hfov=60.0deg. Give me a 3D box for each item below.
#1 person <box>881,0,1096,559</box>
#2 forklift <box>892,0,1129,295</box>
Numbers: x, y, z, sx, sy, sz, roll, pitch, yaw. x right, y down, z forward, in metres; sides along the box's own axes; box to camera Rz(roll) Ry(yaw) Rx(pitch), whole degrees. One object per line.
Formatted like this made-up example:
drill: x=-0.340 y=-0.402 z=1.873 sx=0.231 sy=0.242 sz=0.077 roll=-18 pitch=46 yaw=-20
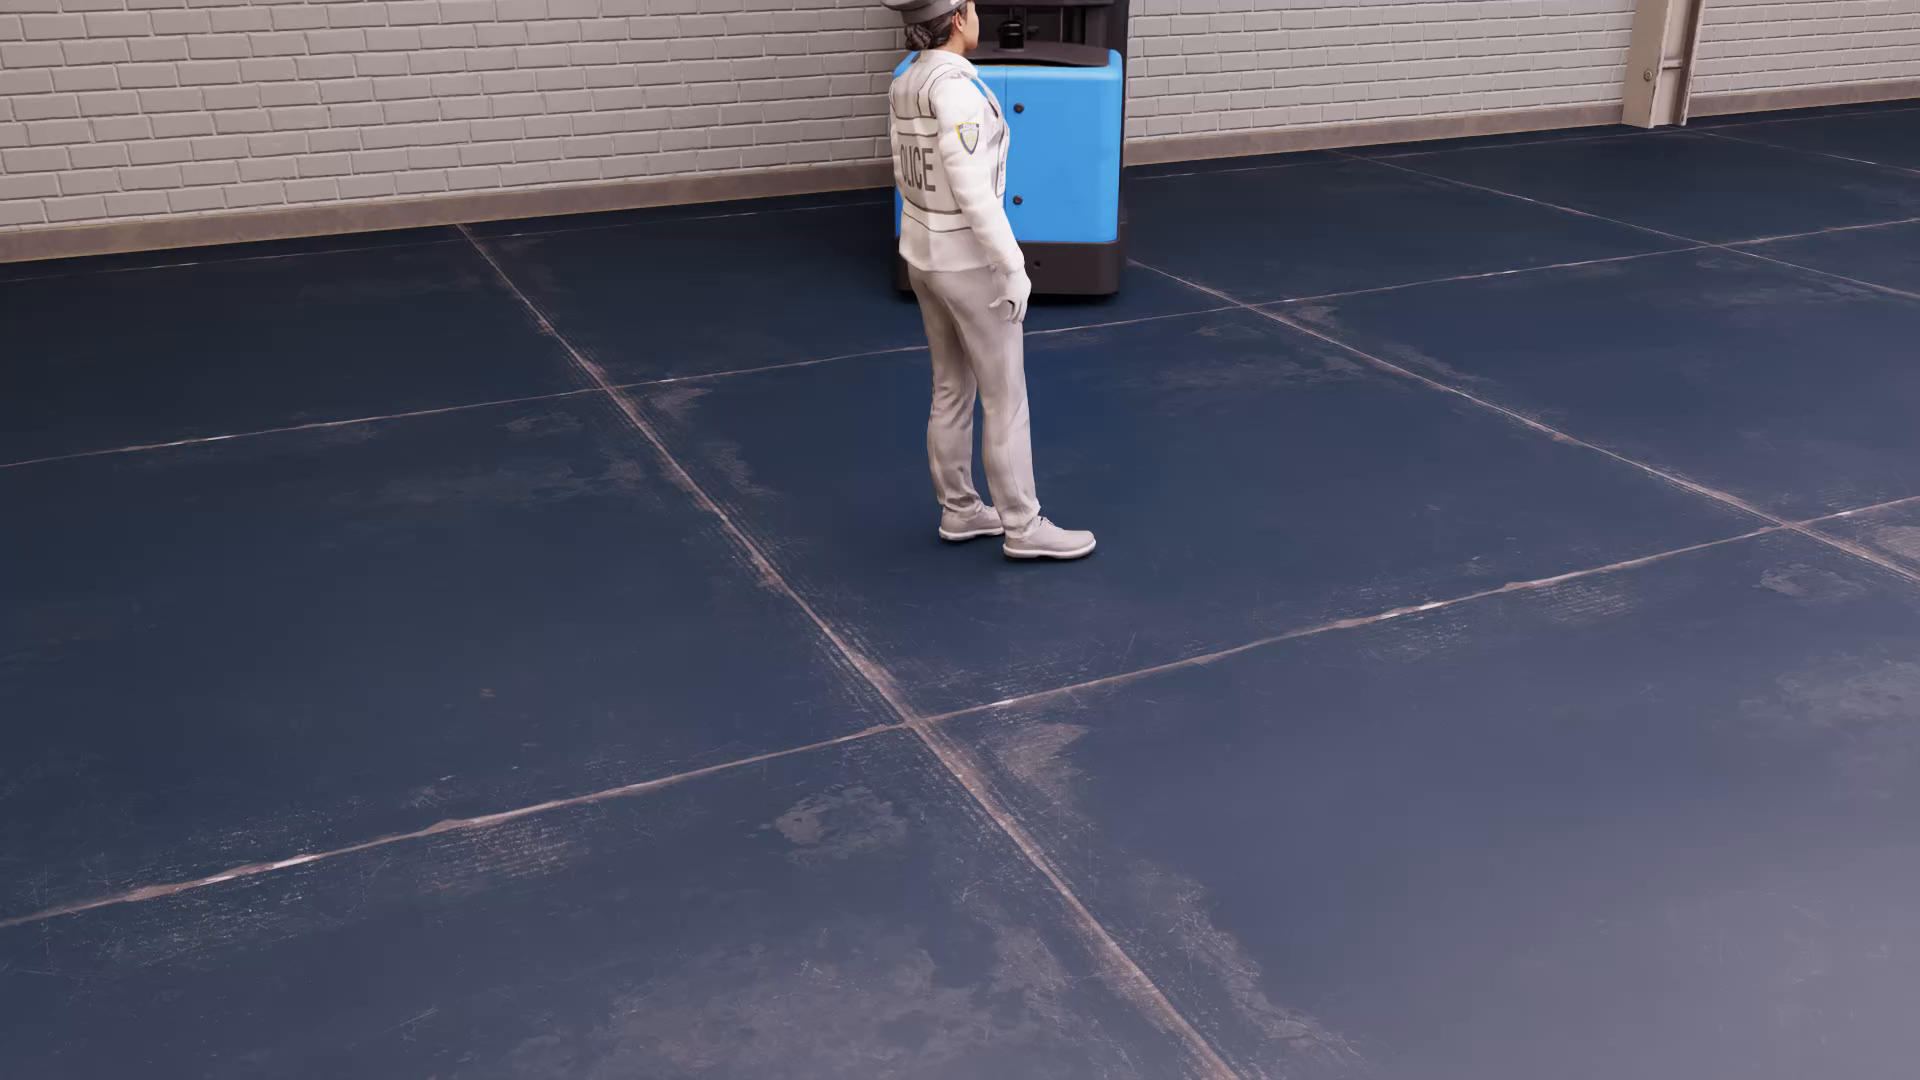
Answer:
person: x=0.065 y=-0.798 z=4.800 sx=0.531 sy=1.695 sz=0.588 roll=-10 pitch=25 yaw=-23
forklift: x=0.328 y=-3.002 z=8.512 sx=1.130 sy=2.935 sz=3.031 roll=2 pitch=23 yaw=4
